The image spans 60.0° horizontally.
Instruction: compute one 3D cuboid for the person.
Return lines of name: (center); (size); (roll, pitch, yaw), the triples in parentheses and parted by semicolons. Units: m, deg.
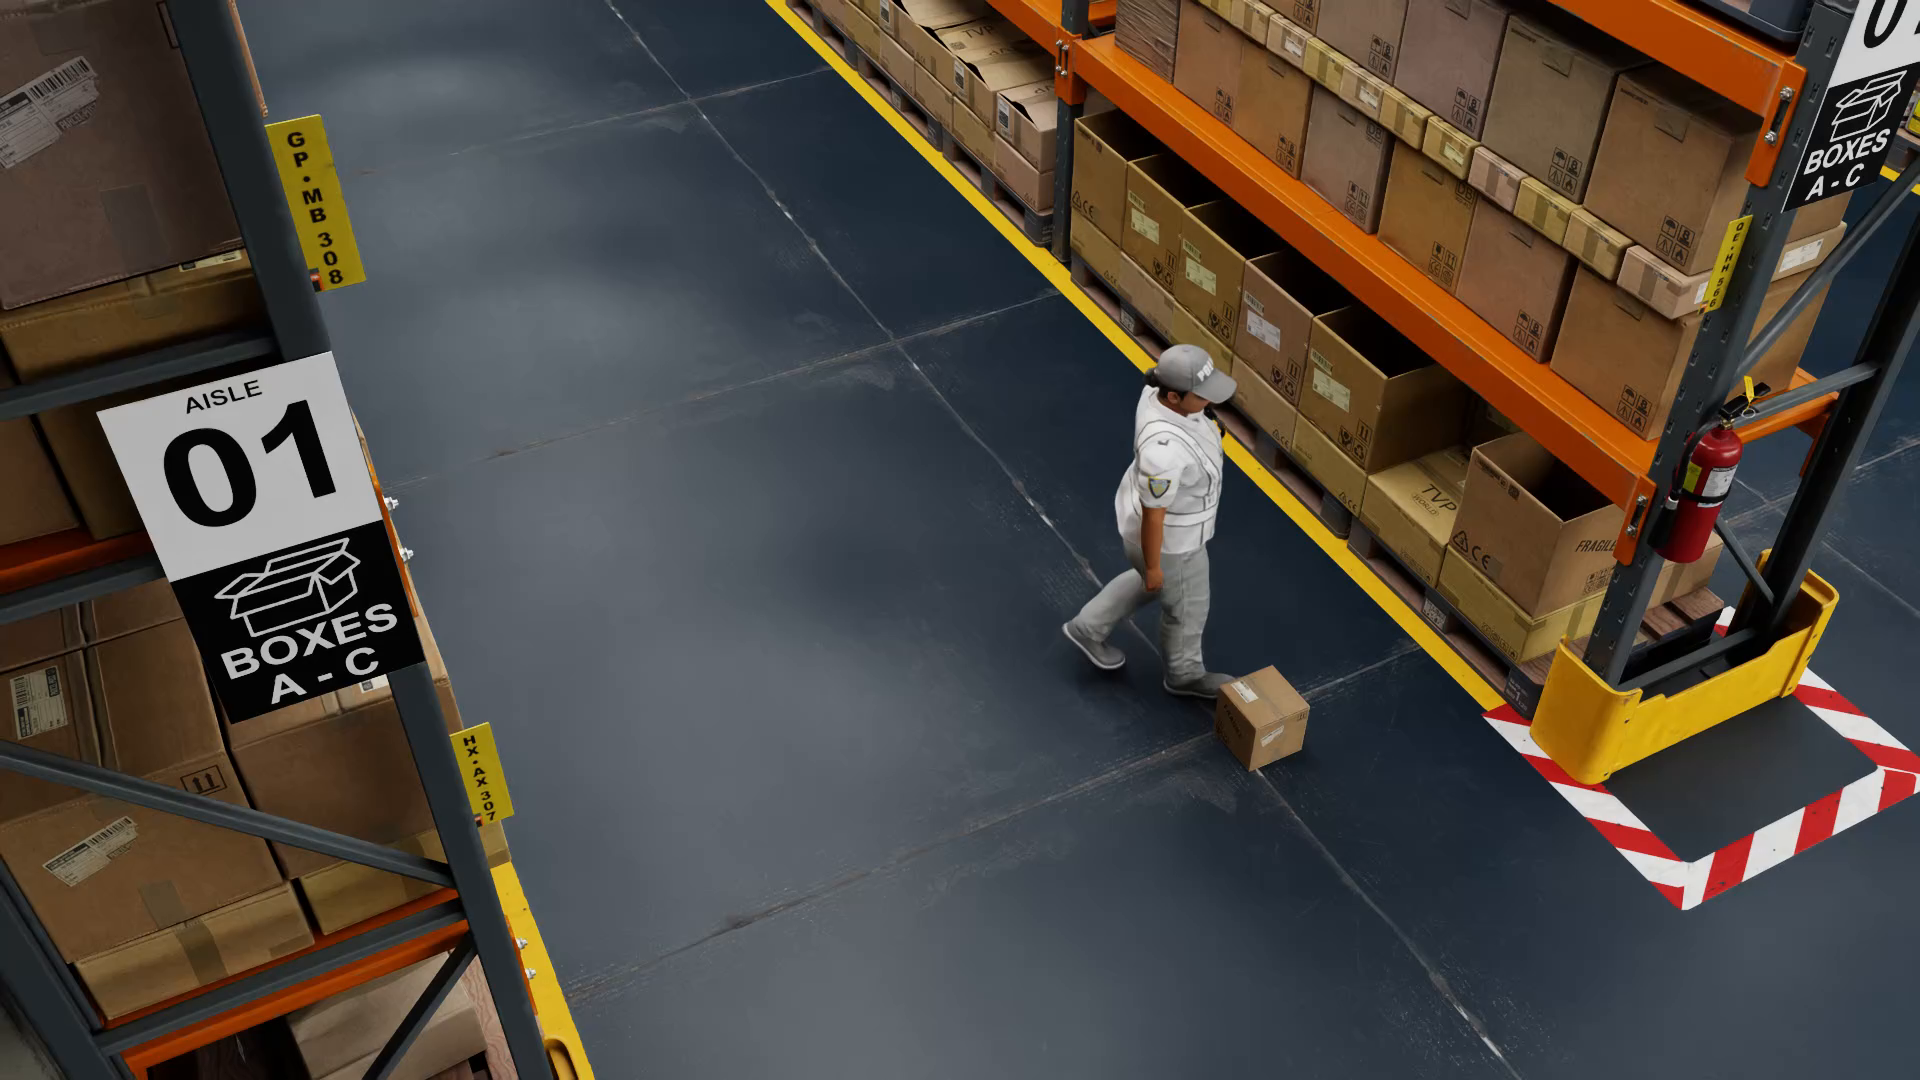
person: (0.766, -0.059, 6.221); (0.714, 1.650, 0.493); (0, 42, 0)
